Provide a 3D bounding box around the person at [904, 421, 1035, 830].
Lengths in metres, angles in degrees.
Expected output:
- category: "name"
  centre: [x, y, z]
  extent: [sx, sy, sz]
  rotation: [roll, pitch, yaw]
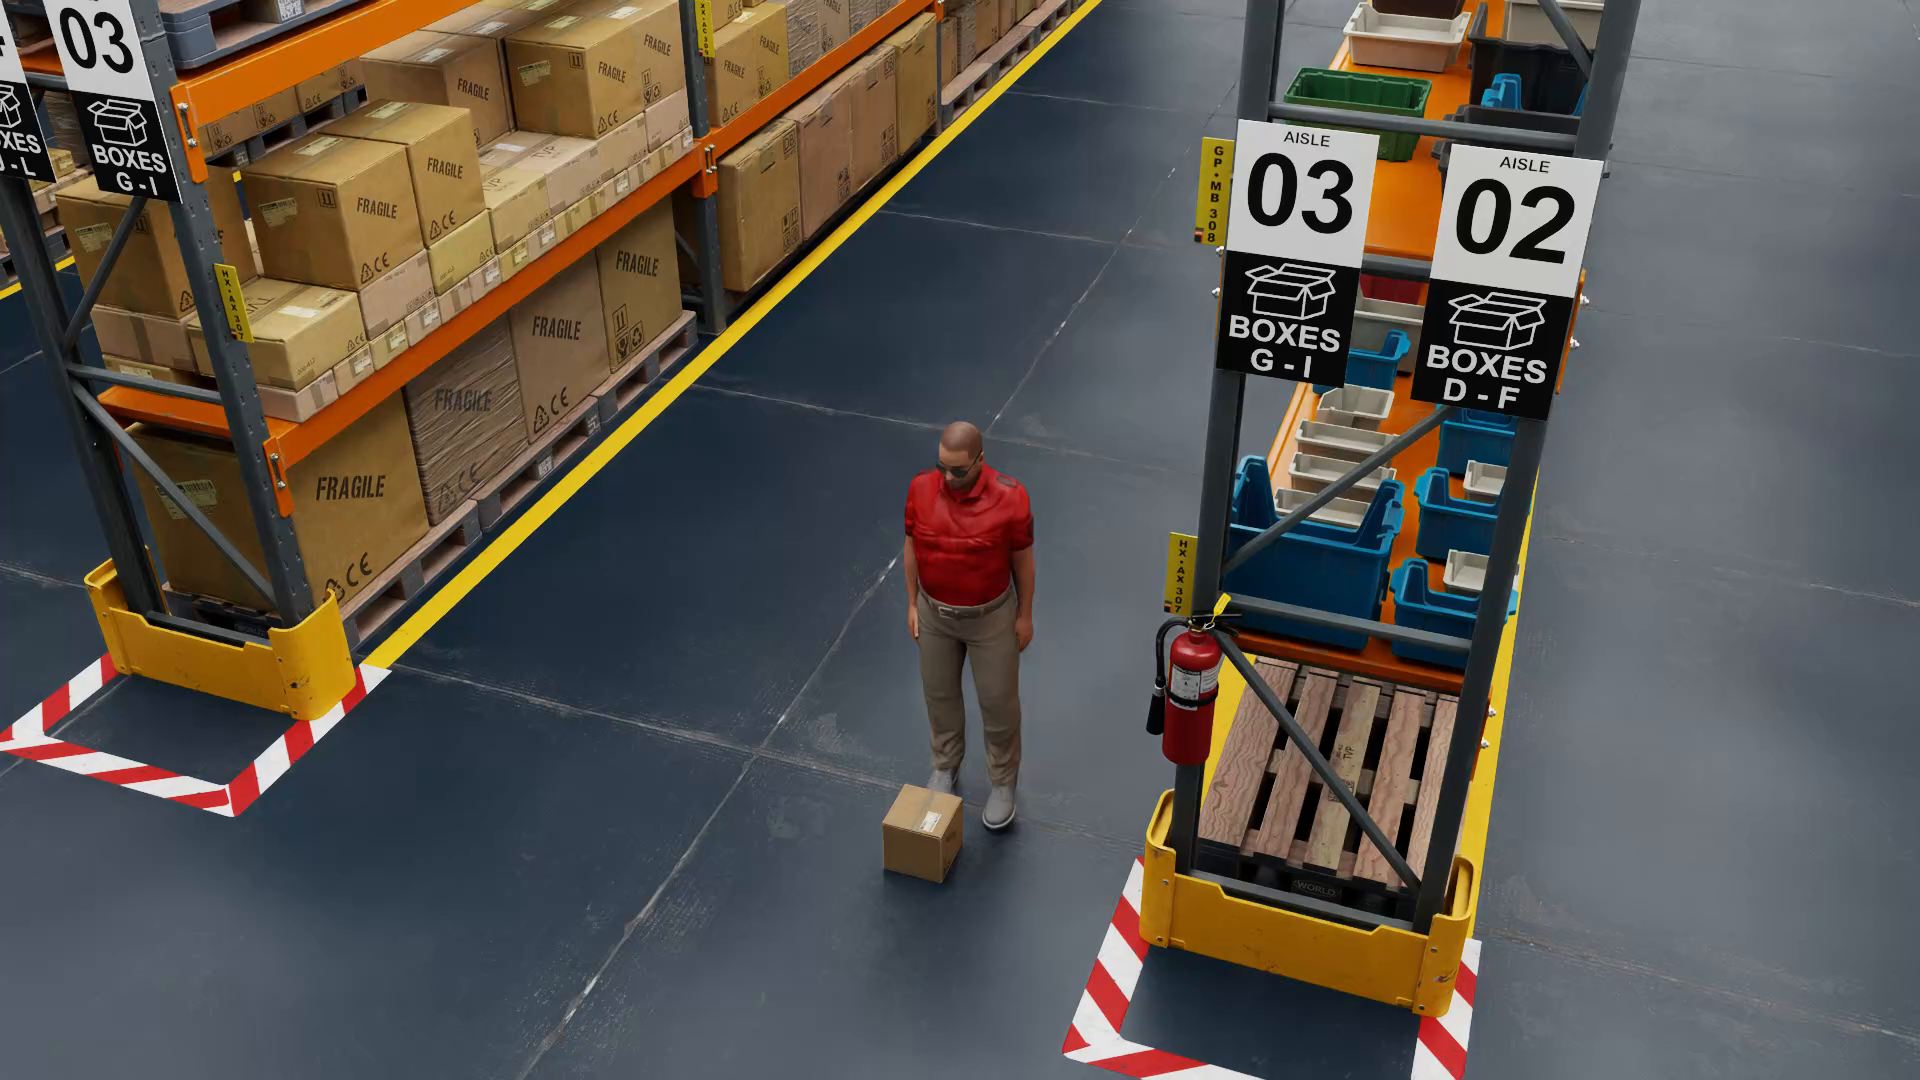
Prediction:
- category: "person"
  centre: [0.008, 0.324, 6.636]
  extent: [0.555, 1.735, 0.439]
  rotation: [12, 35, 17]
